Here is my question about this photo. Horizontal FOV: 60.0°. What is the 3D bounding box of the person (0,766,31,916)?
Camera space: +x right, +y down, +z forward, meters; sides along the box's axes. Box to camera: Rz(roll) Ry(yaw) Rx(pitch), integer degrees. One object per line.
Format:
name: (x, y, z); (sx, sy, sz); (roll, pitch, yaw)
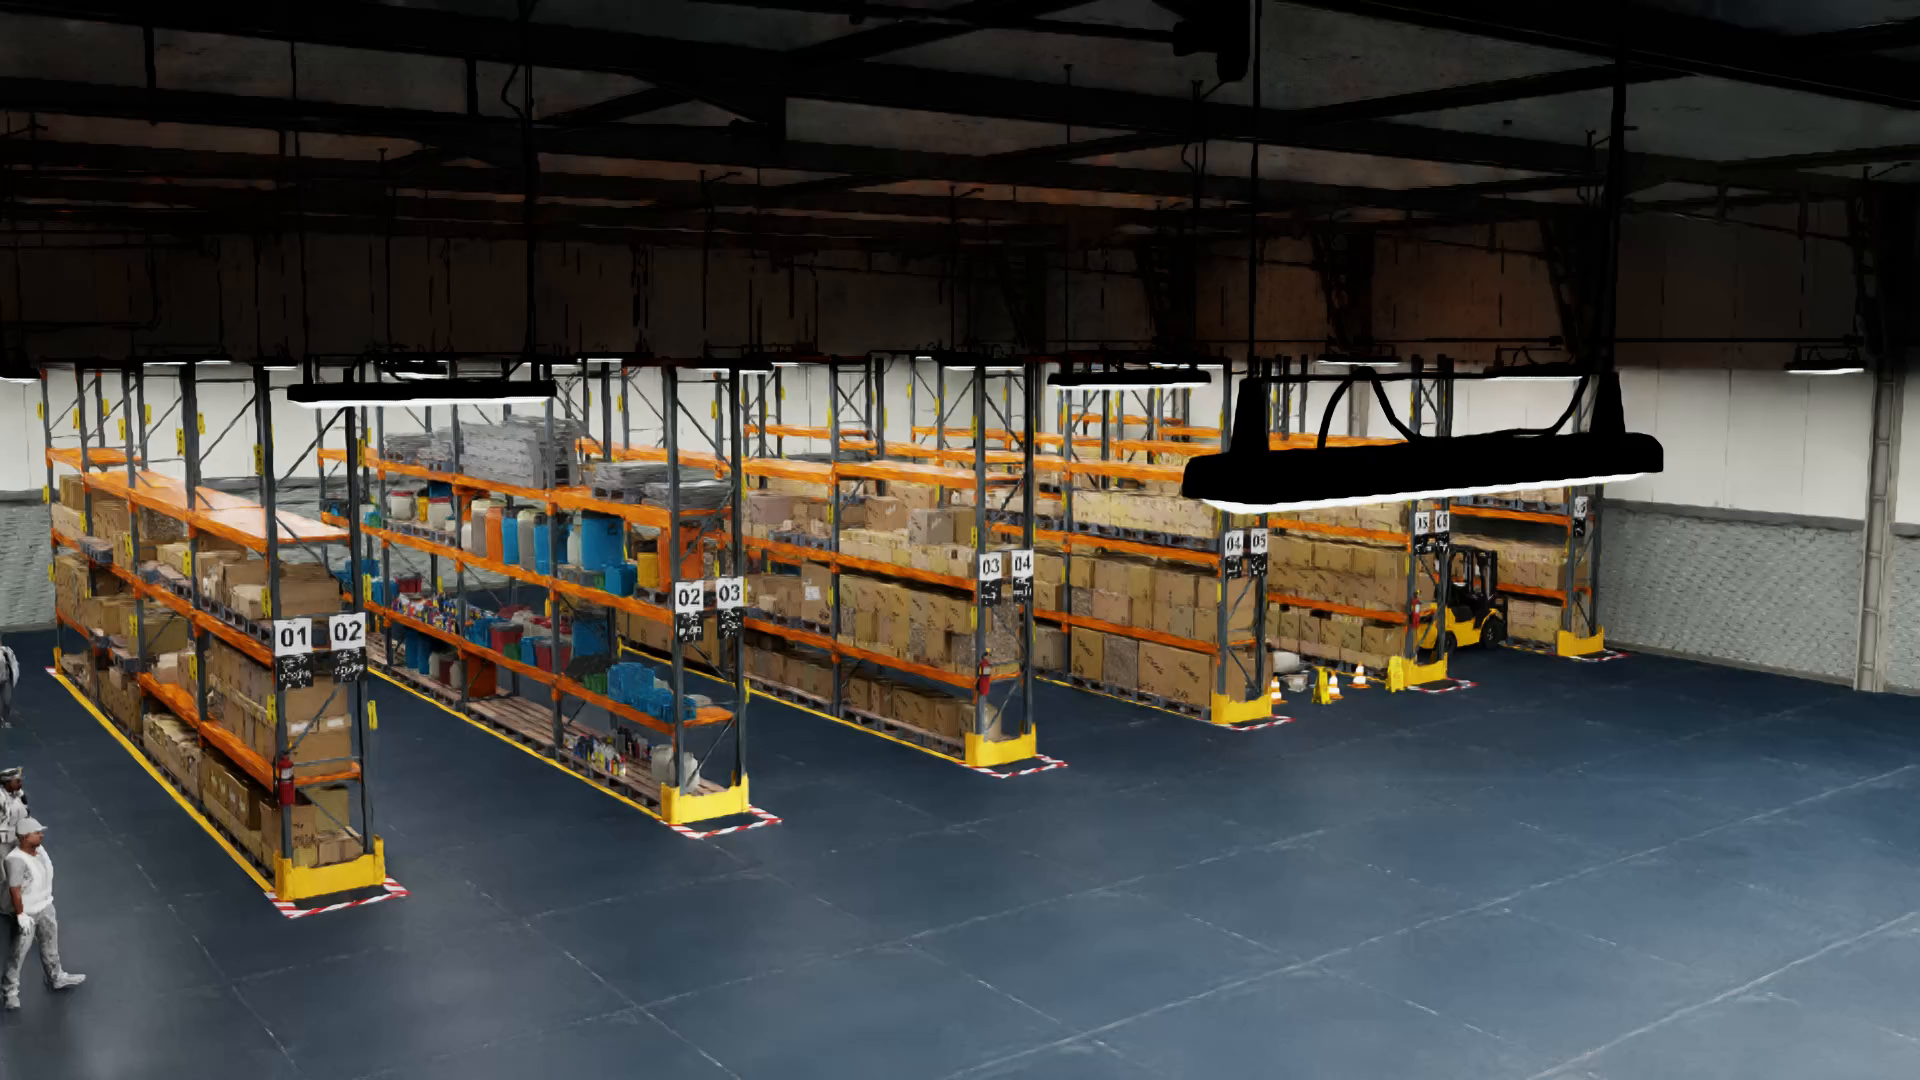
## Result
person: (-10.550, 3.319, 18.301); (0.524, 1.666, 0.526); (2, 7, 17)

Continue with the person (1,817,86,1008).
person: (-8.897, 3.523, 15.985); (0.540, 1.778, 0.726); (0, 7, 0)

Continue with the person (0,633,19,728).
person: (-15.667, 2.286, 27.064); (0.639, 1.632, 0.512); (-5, 9, -38)

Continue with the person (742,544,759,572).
person: (-5.458, 0.301, 43.414); (0.510, 1.661, 0.516); (0, 7, 0)
